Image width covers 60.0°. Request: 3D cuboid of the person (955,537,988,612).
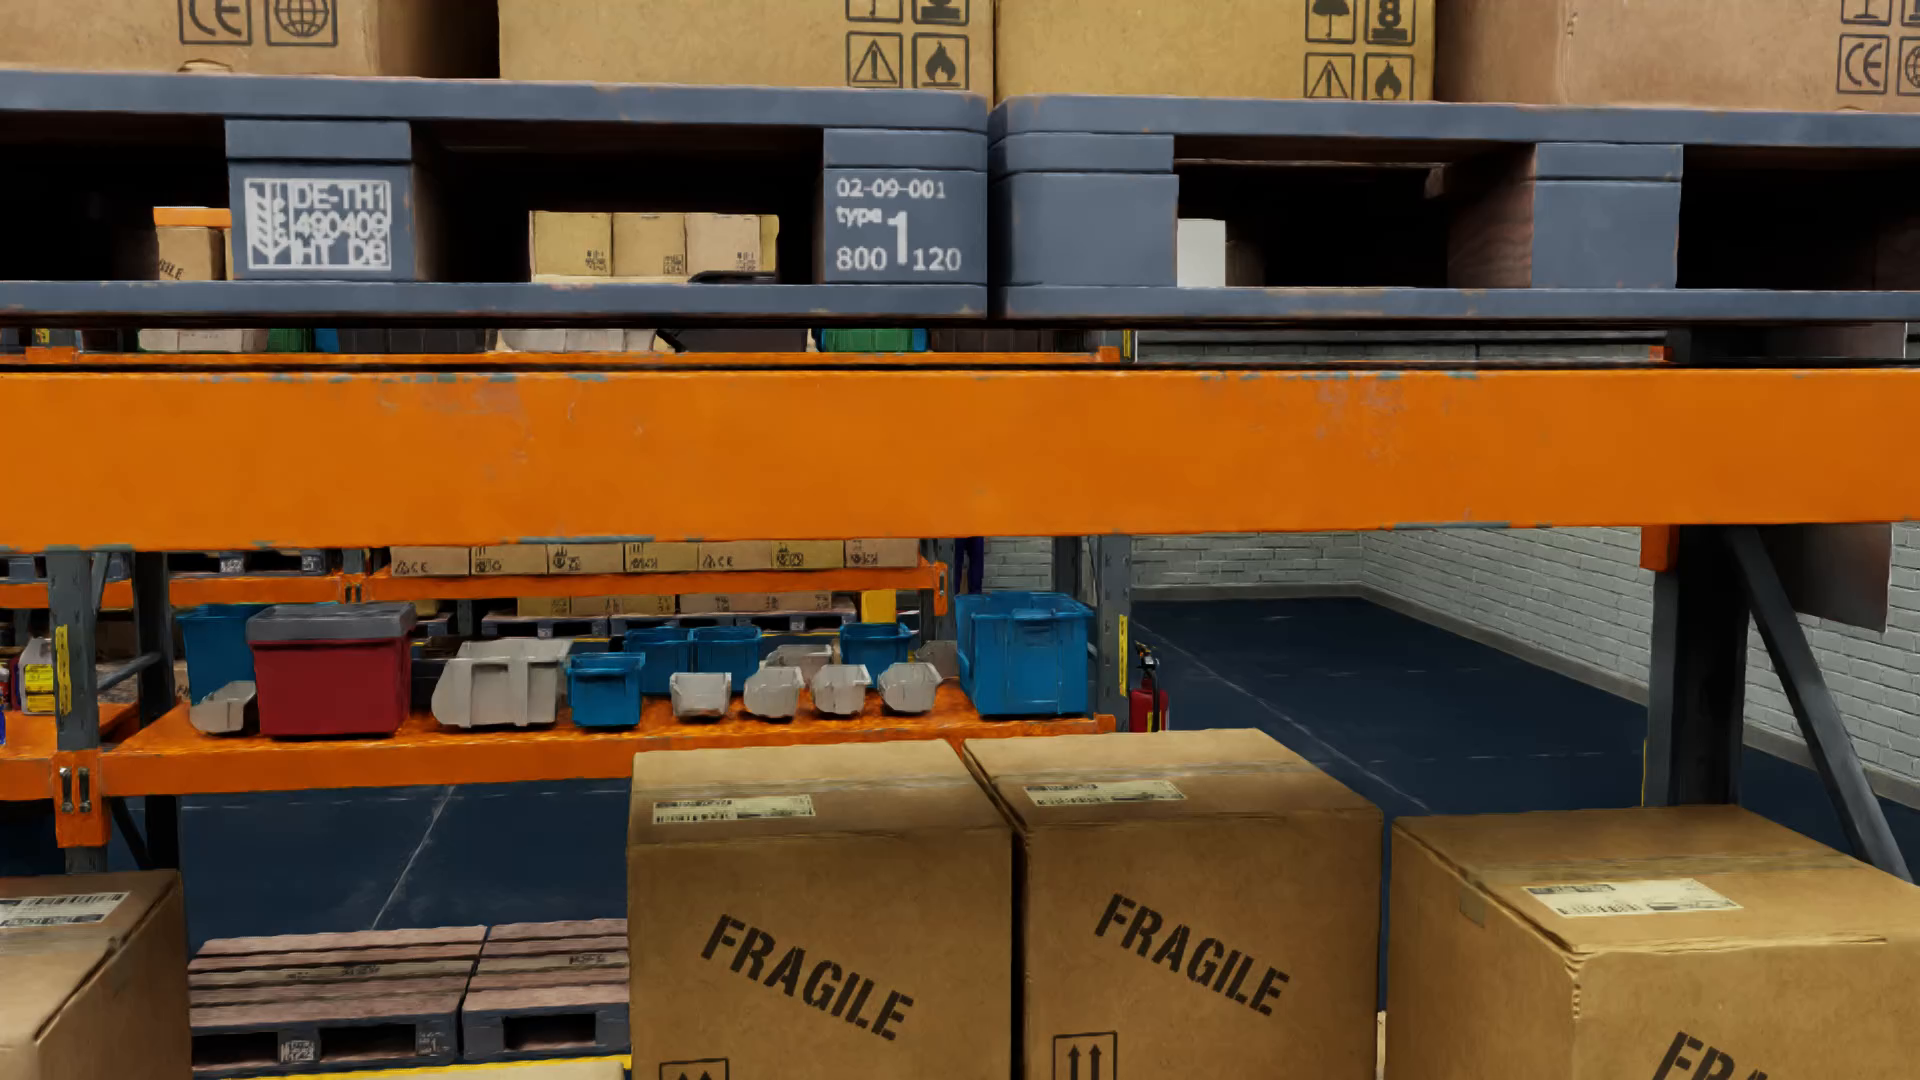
[{"bbox_3d":[0.056,-0.065,17.829,0.556,1.649,0.382,-4,8,-33],"label":"person"}]
